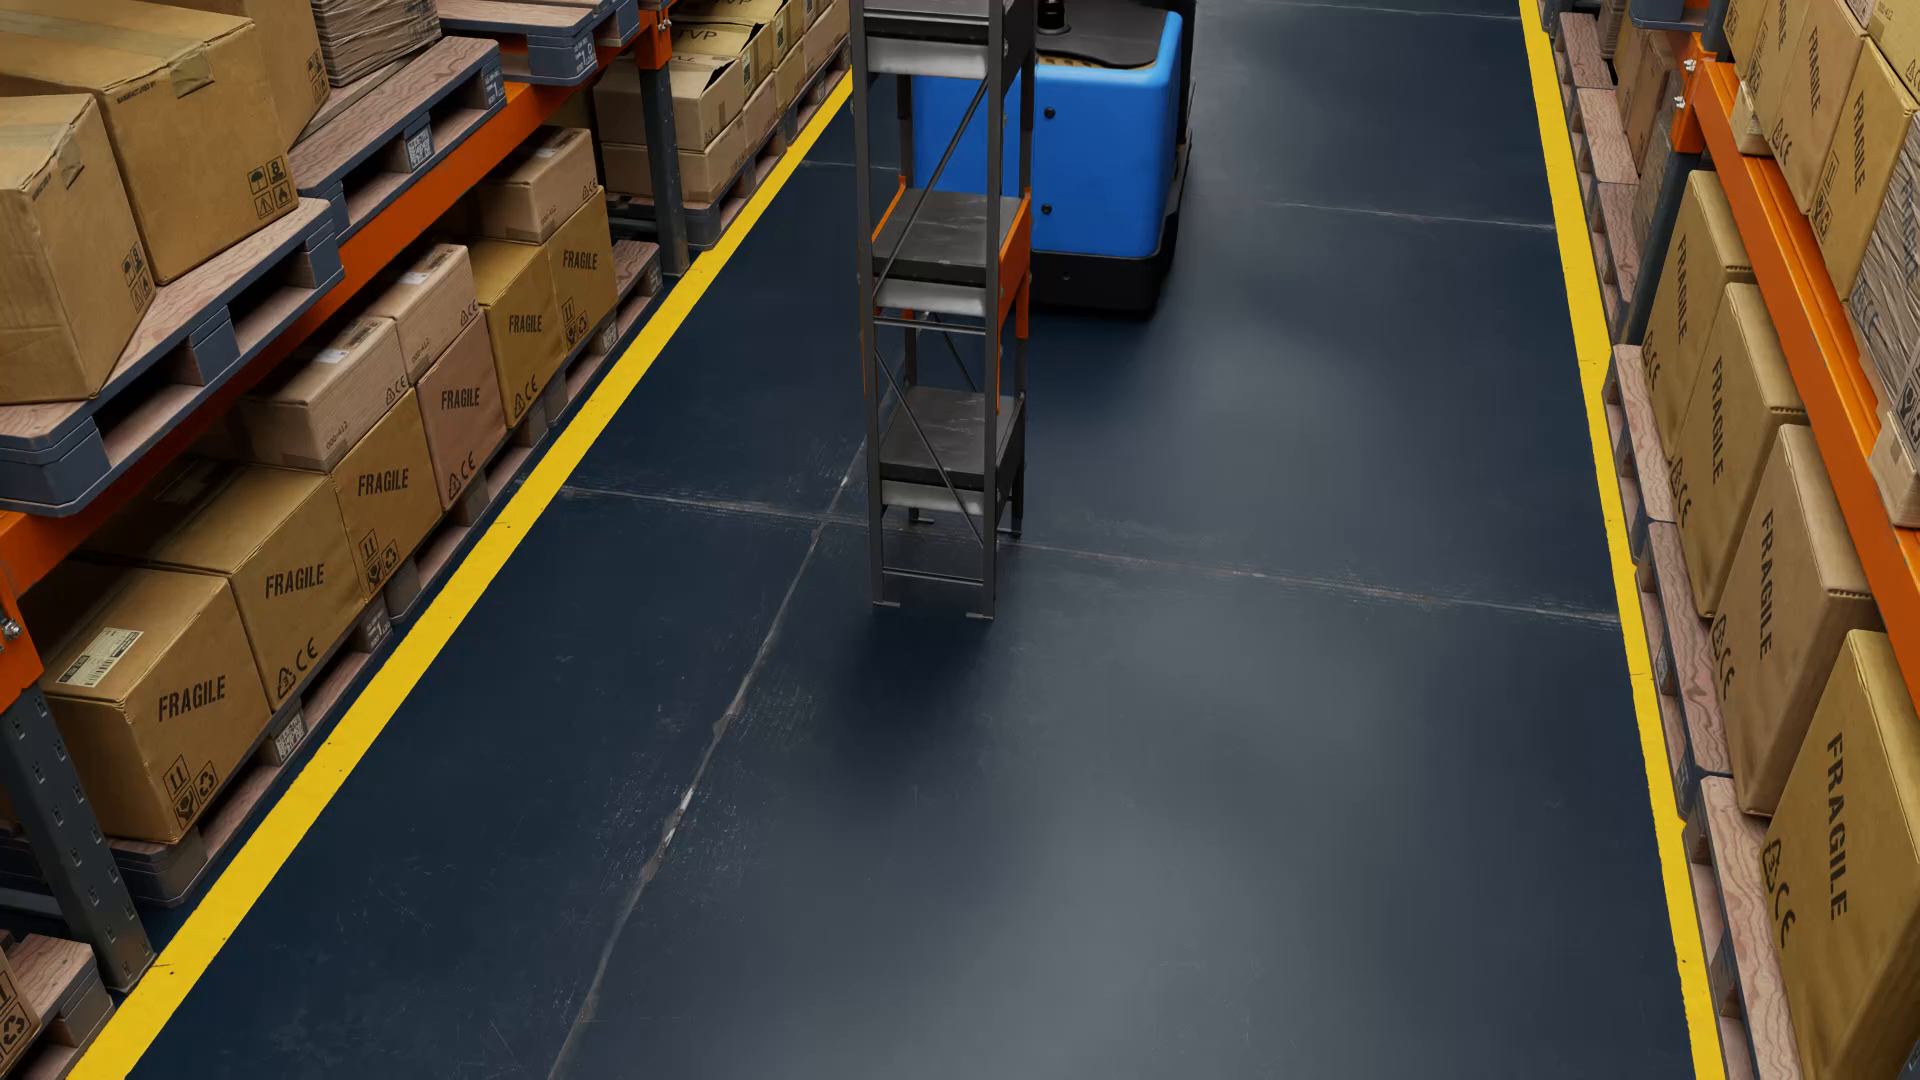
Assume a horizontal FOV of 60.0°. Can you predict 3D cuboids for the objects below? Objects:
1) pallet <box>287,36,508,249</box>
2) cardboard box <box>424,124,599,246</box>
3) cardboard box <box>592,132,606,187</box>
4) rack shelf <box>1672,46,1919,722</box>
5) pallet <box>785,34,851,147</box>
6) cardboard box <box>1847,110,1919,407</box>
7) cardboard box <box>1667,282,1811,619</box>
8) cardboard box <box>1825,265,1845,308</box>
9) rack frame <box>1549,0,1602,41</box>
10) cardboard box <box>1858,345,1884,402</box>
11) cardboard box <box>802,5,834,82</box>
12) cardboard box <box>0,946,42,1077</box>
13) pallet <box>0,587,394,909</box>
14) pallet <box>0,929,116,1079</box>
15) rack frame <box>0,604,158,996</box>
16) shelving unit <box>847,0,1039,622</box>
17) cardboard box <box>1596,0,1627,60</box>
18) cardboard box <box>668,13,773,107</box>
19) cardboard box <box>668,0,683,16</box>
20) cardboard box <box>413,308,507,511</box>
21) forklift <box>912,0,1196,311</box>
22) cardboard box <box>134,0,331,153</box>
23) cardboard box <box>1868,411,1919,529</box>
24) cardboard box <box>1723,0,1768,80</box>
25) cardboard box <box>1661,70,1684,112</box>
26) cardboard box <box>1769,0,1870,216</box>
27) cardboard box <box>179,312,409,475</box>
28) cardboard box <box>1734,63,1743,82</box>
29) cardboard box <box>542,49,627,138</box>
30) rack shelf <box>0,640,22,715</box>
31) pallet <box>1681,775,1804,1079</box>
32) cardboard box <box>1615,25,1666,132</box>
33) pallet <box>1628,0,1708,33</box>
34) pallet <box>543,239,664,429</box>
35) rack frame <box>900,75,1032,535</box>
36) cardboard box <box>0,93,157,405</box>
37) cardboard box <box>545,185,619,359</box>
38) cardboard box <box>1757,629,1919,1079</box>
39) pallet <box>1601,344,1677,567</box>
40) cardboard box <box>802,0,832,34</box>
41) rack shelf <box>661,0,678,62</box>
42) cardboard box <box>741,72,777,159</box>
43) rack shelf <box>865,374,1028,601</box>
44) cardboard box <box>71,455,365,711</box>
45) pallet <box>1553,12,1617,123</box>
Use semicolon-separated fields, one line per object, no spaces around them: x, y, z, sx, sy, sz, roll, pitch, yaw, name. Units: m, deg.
-2.118;-1.269;5.109;1.003;0.211;1.213;7;37;10;pallet
-1.685;-1.334;6.150;0.500;0.250;0.500;9;37;12;cardboard box
-1.833;-1.851;7.733;0.500;0.250;0.500;8;37;11;cardboard box
2.706;-0.406;4.367;1.077;0.370;4.000;7;37;10;rack shelf
-1.230;-2.498;9.016;1.003;0.211;1.213;7;37;10;pallet
2.346;-0.596;3.661;0.500;0.500;0.500;7;37;10;cardboard box
2.655;-0.237;4.994;0.750;0.750;0.750;7;37;10;cardboard box
2.520;-0.709;4.370;0.380;0.149;0.250;8;37;10;cardboard box
3.988;-4.137;8.902;1.000;3.000;0.127;7;37;10;rack frame
2.389;-0.409;3.955;0.380;0.149;0.250;6;36;9;cardboard box
-0.987;-2.663;8.854;0.500;0.250;0.500;8;37;11;cardboard box
-2.406;1.027;3.532;0.500;0.500;0.500;7;37;10;cardboard box
-2.424;0.489;4.896;1.003;0.211;1.213;7;37;10;pallet
-2.709;1.354;3.703;1.003;0.211;1.213;7;37;10;pallet
-2.561;-0.169;3.427;1.000;3.000;0.127;7;37;10;rack frame
-0.035;-0.755;5.003;0.431;2.100;0.503;7;37;10;shelving unit
3.847;-2.879;8.921;0.700;0.500;0.500;9;37;12;cardboard box
-1.204;-2.312;7.891;0.500;0.311;0.500;6;36;9;cardboard box
-1.620;-2.665;8.378;0.500;0.311;0.500;7;37;10;cardboard box
-1.894;-0.464;5.590;0.500;0.500;0.500;6;36;8;cardboard box
0.564;-3.004;7.397;1.130;2.935;3.031;6;36;8;forklift
-2.244;-1.400;4.683;0.700;0.500;0.500;-1;36;-2;cardboard box
2.204;-0.135;3.578;0.380;0.149;0.250;7;37;10;cardboard box
2.780;-1.766;5.275;0.500;0.500;0.500;8;37;11;cardboard box
3.460;-1.710;7.308;0.700;0.500;0.500;7;37;10;cardboard box
2.552;-1.183;4.470;0.500;0.500;0.500;7;37;10;cardboard box
-2.006;-0.459;4.943;0.500;0.250;0.500;7;37;10;cardboard box
2.837;-1.590;5.585;0.380;0.149;0.250;7;36;9;cardboard box
-1.836;-2.077;7.567;0.500;0.311;0.500;8;37;11;cardboard box
-2.988;1.269;2.056;1.077;0.370;4.000;7;37;10;rack shelf
2.370;1.127;4.015;1.003;0.211;1.213;7;37;10;pallet
3.637;-2.289;8.107;0.700;0.500;0.500;8;37;10;cardboard box
3.181;-2.188;6.376;1.213;0.211;1.003;7;37;10;pallet
-1.903;-0.910;6.826;1.003;0.211;1.213;7;37;10;pallet
0.017;-0.895;5.196;0.400;2.100;0.015;7;37;10;rack frame
-2.242;-0.623;3.611;0.700;0.500;0.500;-4;36;-6;cardboard box
-1.677;-1.063;6.415;0.500;0.500;0.500;9;37;12;cardboard box
2.291;0.761;3.618;0.750;0.750;0.750;8;37;11;cardboard box
2.891;-0.272;5.945;1.003;0.211;1.213;7;37;10;pallet
-0.984;-2.899;8.701;0.500;0.311;0.500;7;36;9;cardboard box
-1.280;-3.318;8.384;1.077;0.370;4.000;7;37;10;rack shelf
-1.202;-2.071;8.036;0.500;0.250;0.500;6;36;9;cardboard box
-0.035;-0.177;5.422;0.431;0.518;0.480;7;37;10;rack shelf
-2.117;0.111;4.796;0.500;0.500;0.500;8;37;11;cardboard box
3.823;-2.561;9.104;1.003;0.211;1.213;7;37;10;pallet
